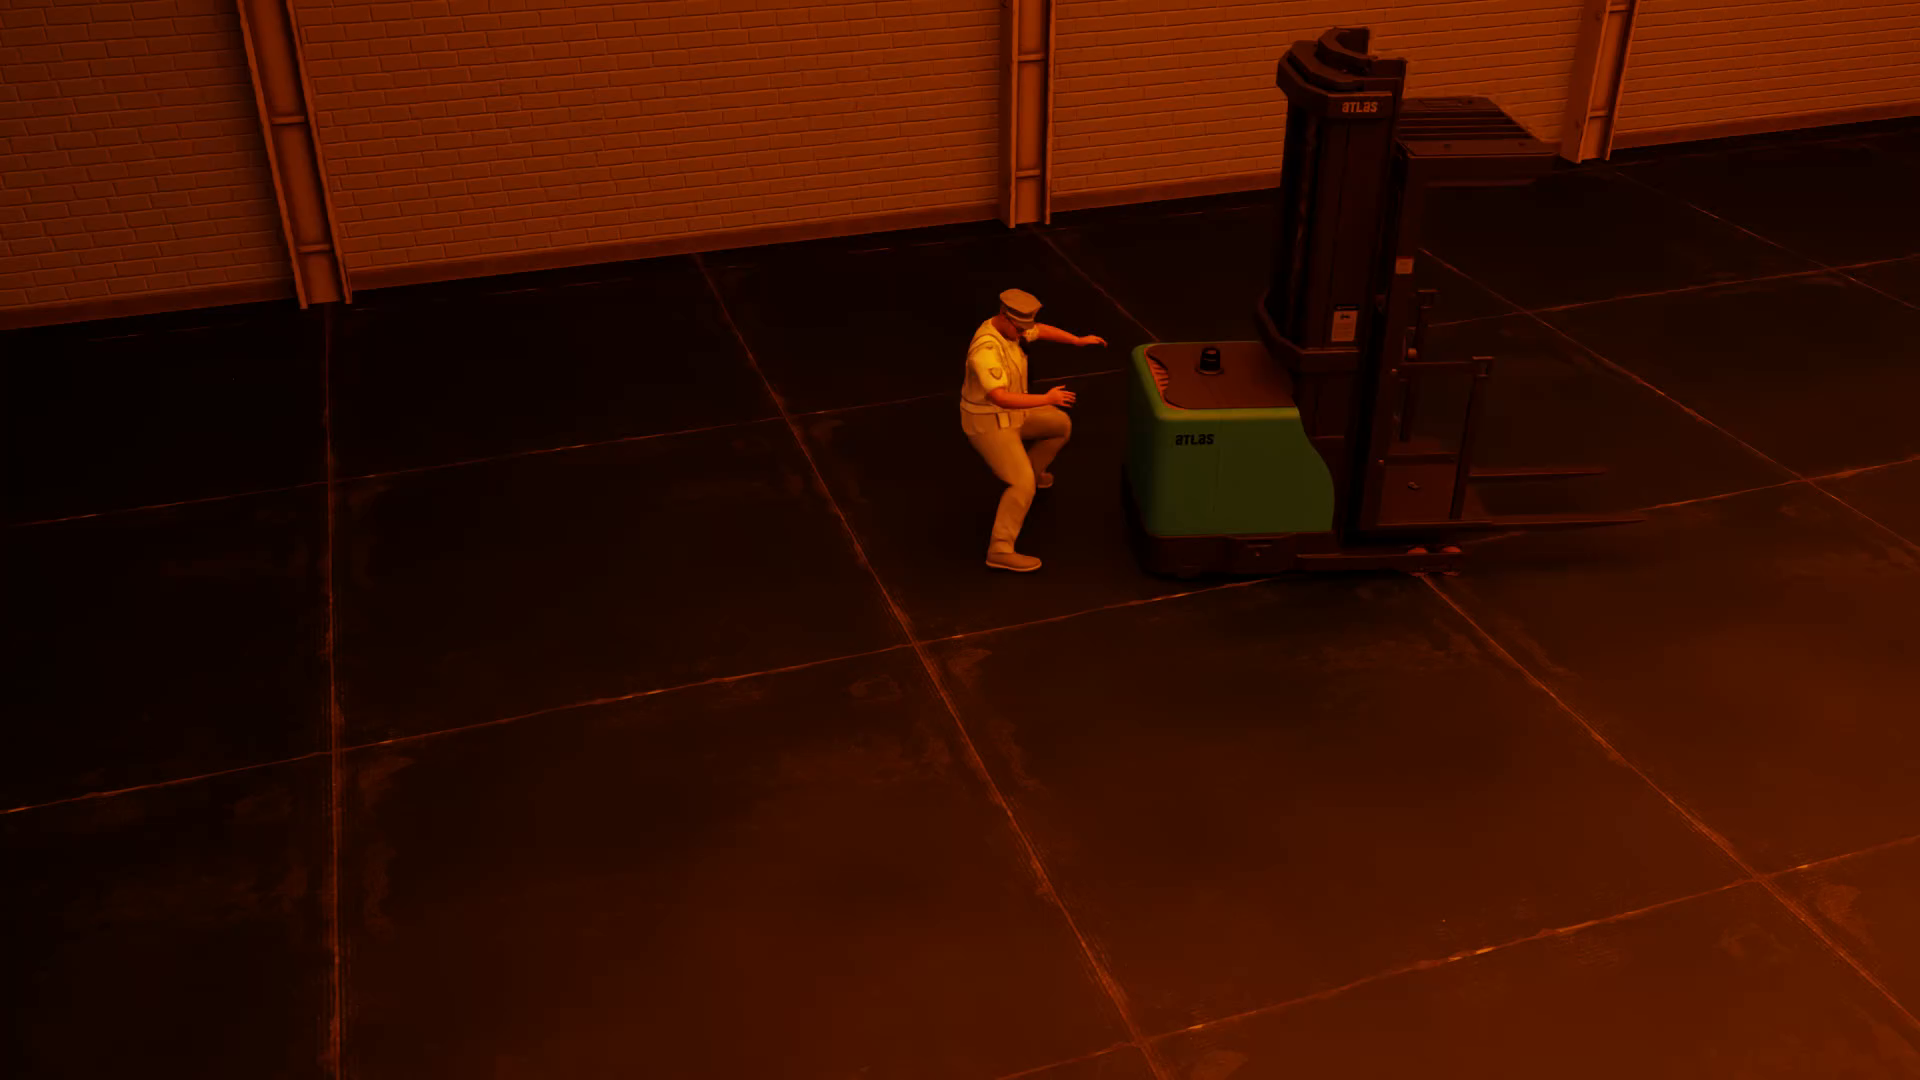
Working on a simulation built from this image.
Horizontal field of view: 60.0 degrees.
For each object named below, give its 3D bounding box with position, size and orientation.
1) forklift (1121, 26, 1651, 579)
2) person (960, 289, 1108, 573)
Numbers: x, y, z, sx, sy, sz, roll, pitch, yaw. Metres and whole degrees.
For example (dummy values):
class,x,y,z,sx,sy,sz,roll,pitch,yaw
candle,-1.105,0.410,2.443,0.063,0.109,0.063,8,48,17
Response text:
class,x,y,z,sx,sy,sz,roll,pitch,yaw
forklift,2.540,-1.321,9.382,3.031,2.935,1.130,-2,30,-3
person,0.395,-0.753,9.806,0.742,1.519,1.154,13,33,22
